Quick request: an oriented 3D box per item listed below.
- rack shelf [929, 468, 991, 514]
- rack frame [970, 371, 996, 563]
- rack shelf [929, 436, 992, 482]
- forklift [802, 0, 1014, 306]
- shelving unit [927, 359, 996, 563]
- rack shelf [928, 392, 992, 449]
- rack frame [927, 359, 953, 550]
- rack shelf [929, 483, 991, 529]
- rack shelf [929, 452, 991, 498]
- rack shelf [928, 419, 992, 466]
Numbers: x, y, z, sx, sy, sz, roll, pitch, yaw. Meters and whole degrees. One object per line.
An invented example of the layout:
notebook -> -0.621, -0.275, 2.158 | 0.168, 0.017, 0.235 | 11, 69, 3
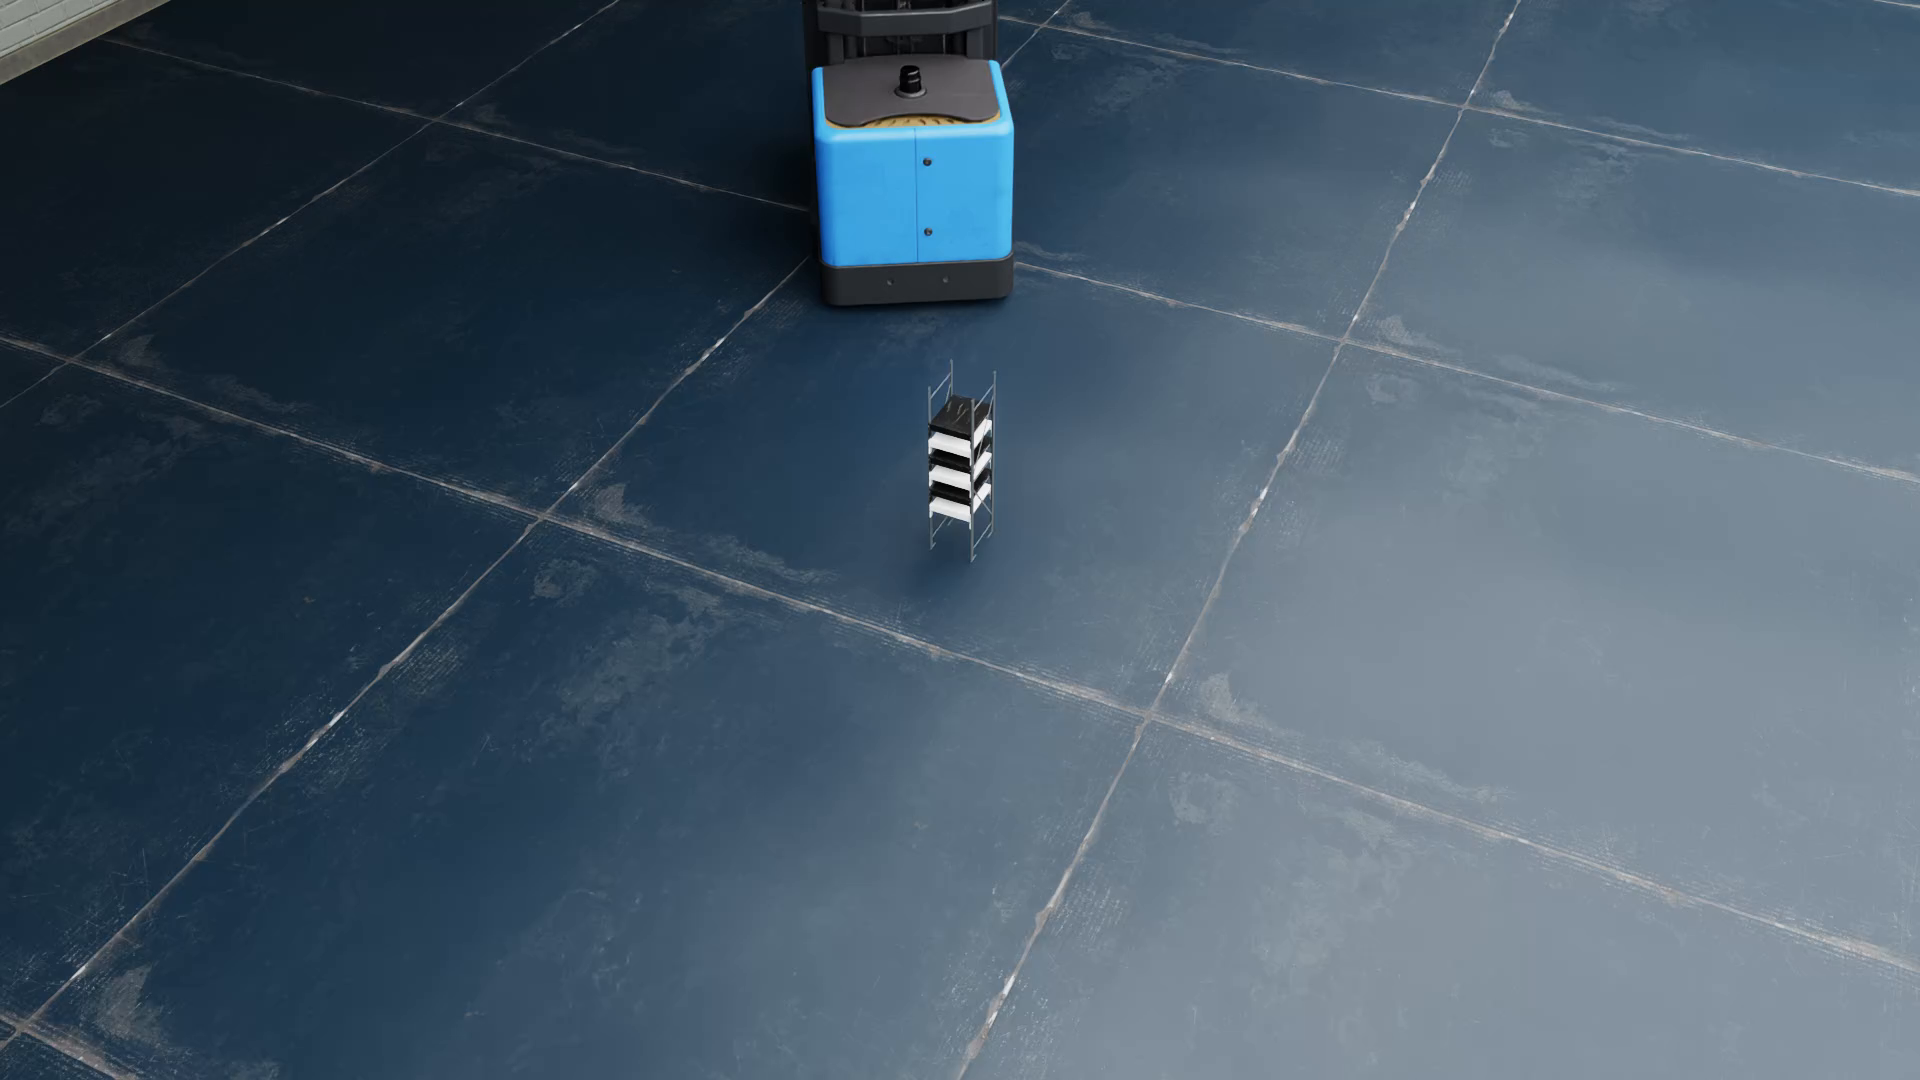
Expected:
rack shelf -> 0.007, -0.245, 7.417 | 0.200, 0.077, 0.258 | 17, 44, 19
rack frame -> 0.099, -0.310, 7.304 | 0.006, 0.900, 0.240 | 17, 44, 19
rack shelf -> 0.007, -0.381, 7.299 | 0.200, 0.077, 0.258 | 17, 44, 19
forklift -> -0.355, -3.331, 9.240 | 1.130, 2.935, 3.031 | -3, 41, -4
shelving unit -> 0.007, -0.338, 7.337 | 0.210, 0.900, 0.258 | 17, 44, 19
rack shelf -> 0.007, -0.517, 7.182 | 0.200, 0.077, 0.258 | 17, 44, 19
rack frame -> -0.085, -0.366, 7.369 | 0.006, 0.900, 0.240 | 17, 44, 19
rack shelf -> 0.007, -0.177, 7.476 | 0.200, 0.077, 0.258 | 17, 44, 19
rack shelf -> 0.007, -0.313, 7.358 | 0.200, 0.077, 0.258 | 17, 44, 19
rack shelf -> 0.007, -0.449, 7.241 | 0.200, 0.077, 0.258 | 17, 44, 19
